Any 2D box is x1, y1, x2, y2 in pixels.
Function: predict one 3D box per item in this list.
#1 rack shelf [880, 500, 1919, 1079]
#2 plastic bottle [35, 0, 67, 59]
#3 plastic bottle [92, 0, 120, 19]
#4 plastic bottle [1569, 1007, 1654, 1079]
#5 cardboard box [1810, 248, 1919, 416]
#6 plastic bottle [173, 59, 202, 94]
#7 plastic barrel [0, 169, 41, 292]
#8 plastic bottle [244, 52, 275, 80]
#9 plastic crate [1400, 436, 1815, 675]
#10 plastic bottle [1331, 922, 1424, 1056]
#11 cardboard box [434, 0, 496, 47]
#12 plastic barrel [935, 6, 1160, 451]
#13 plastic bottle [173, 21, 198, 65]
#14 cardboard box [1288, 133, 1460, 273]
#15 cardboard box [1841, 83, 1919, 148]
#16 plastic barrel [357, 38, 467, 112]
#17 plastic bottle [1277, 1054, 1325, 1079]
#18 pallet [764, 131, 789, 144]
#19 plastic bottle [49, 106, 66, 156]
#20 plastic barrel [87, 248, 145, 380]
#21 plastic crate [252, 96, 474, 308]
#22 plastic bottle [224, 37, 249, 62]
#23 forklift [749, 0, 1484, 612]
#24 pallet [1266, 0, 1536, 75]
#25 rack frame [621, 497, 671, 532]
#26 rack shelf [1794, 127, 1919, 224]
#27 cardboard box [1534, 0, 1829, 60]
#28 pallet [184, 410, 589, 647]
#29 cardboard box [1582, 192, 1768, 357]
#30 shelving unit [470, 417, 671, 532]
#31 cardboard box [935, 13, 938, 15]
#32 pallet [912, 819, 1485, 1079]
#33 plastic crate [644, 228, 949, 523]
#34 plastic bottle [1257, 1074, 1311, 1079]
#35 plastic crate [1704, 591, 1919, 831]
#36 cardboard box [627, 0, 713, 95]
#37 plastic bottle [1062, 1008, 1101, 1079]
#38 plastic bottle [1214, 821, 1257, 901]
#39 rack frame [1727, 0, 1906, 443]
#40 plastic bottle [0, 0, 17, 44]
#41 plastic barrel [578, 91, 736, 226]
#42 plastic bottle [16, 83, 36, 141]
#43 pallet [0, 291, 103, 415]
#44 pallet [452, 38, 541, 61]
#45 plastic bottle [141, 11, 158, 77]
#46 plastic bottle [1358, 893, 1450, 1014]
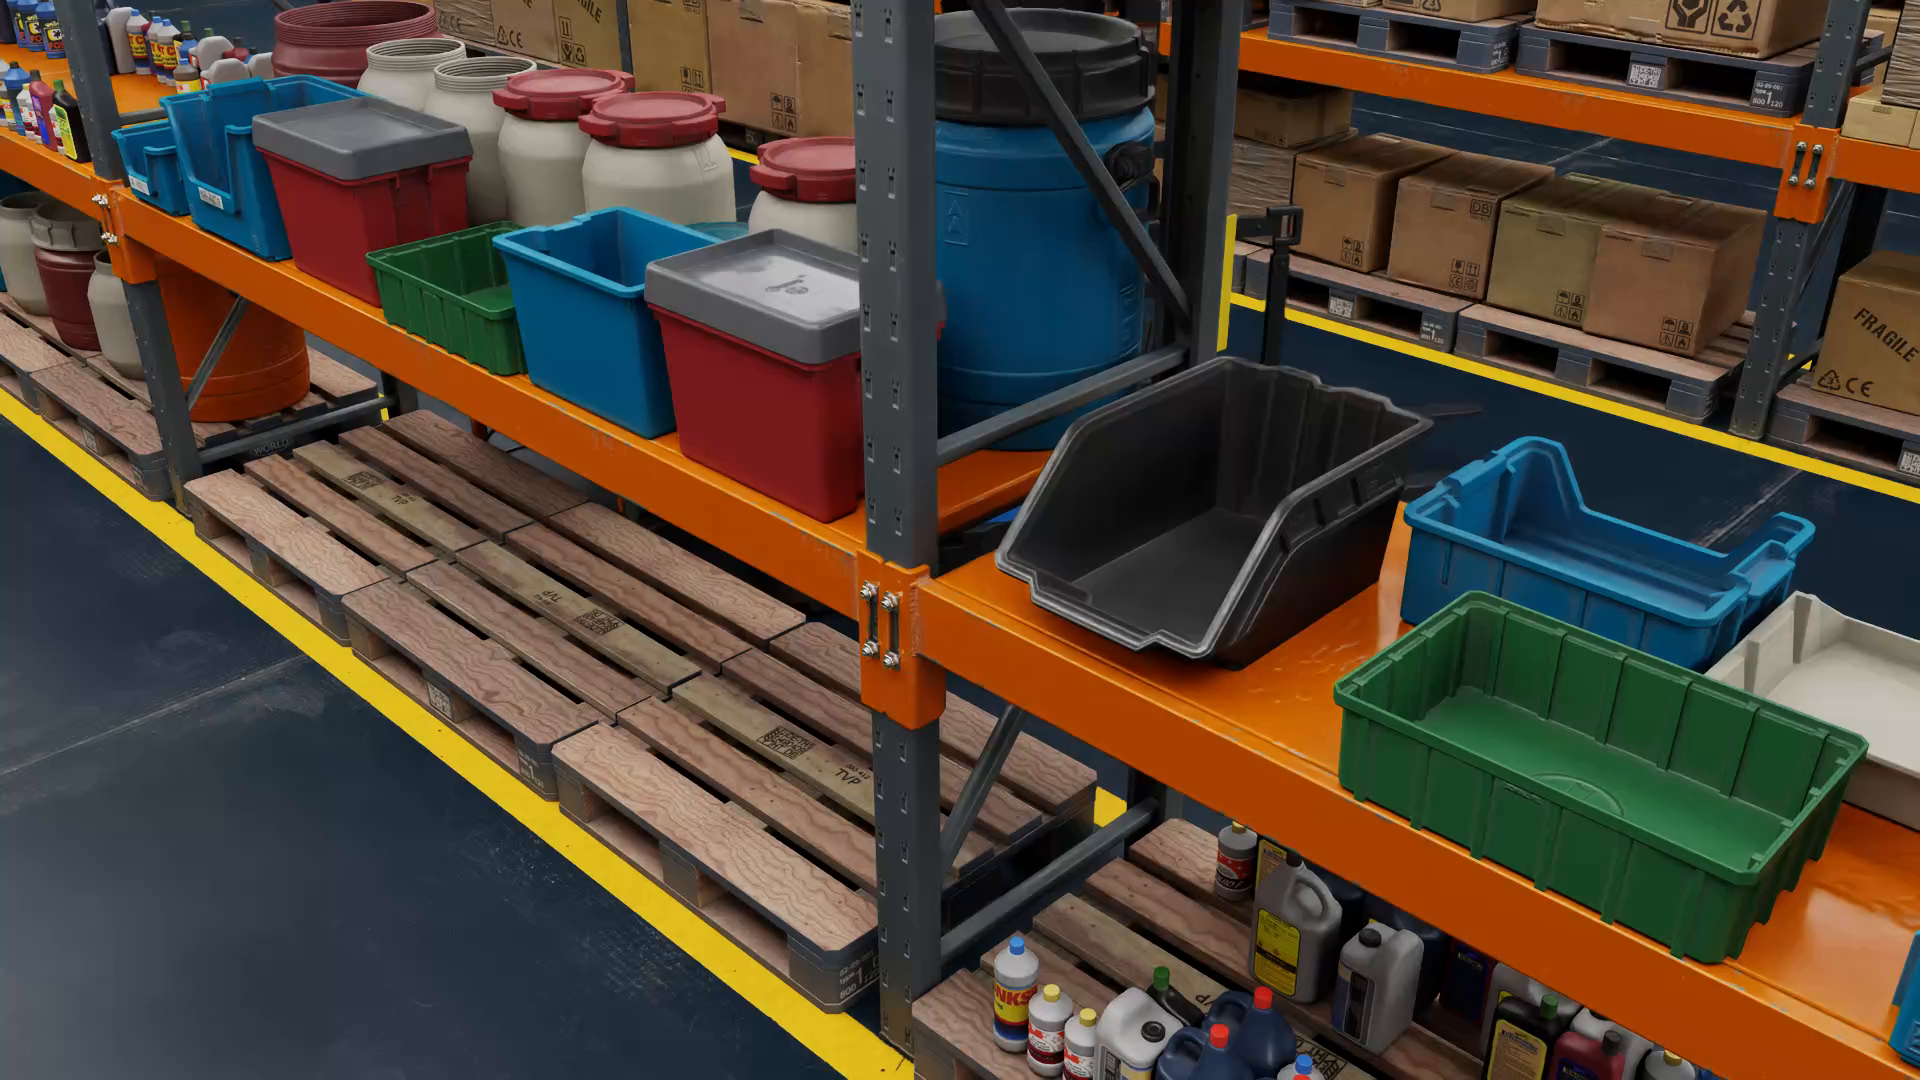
[{"bbox_3d":[1.628,0.689,2.490,4.000,0.370,1.077,25,36,38],"label":"rack shelf"},{"bbox_3d":[-4.187,-2.364,7.660,0.097,0.271,0.097,0,28,0],"label":"plastic bottle"},{"bbox_3d":[-3.832,-2.320,7.492,0.185,0.351,0.144,25,36,38],"label":"plastic bottle"},{"bbox_3d":[1.344,1.065,3.455,0.152,0.276,0.135,-25,36,-38],"label":"plastic bottle"},{"bbox_3d":[3.932,-0.862,6.901,0.500,0.500,0.500,23,36,37],"label":"cardboard box"},{"bbox_3d":[-3.136,-1.852,6.762,0.097,0.201,0.097,0,28,0],"label":"plastic bottle"},{"bbox_3d":[-4.621,-1.736,8.131,0.708,0.901,0.600,25,36,38],"label":"plastic barrel"},{"bbox_3d":[-2.732,-1.781,6.548,0.135,0.276,0.152,25,36,38],"label":"plastic bottle"},{"bbox_3d":[1.182,0.054,3.083,0.616,0.251,0.499,25,36,38],"label":"plastic crate"},{"bbox_3d":[0.914,0.963,3.650,0.135,0.276,0.152,25,36,38],"label":"plastic bottle"},{"bbox_3d":[-3.721,-4.608,13.622,0.875,0.875,0.875,25,36,38],"label":"cardboard box"},{"bbox_3d":[0.139,-0.731,3.878,0.708,0.901,0.600,25,36,38],"label":"plastic barrel"},{"bbox_3d":[-3.290,-2.069,7.088,0.133,0.283,0.061,25,36,38],"label":"plastic bottle"},{"bbox_3d":[2.128,-1.748,8.565,0.700,0.500,0.500,-22,35,-35],"label":"cardboard box"},{"bbox_3d":[3.617,-1.645,6.425,0.250,0.149,0.380,25,36,38],"label":"cardboard box"},{"bbox_3d":[-1.767,-1.372,5.517,0.421,0.512,0.421,0,28,0],"label":"plastic barrel"},{"bbox_3d":[0.675,1.139,3.320,0.097,0.271,0.097,0,28,0],"label":"plastic bottle"},{"bbox_3d":[-0.553,-2.677,11.115,1.213,0.211,1.003,25,36,38],"label":"pallet"},{"bbox_3d":[-3.307,-1.534,6.157,0.097,0.201,0.097,0,28,0],"label":"plastic bottle"},{"bbox_3d":[-3.476,-0.981,7.114,0.421,0.512,0.421,0,28,0],"label":"plastic barrel"},{"bbox_3d":[-1.712,-0.987,4.835,0.583,0.464,0.402,25,36,38],"label":"plastic crate"},{"bbox_3d":[-2.934,-1.907,6.779,0.133,0.283,0.061,25,36,38],"label":"plastic bottle"},{"bbox_3d":[0.699,-1.374,5.713,3.031,2.935,1.130,-5,28,-9],"label":"forklift"},{"bbox_3d":[2.263,-2.514,8.014,1.213,0.211,1.003,25,36,38],"label":"pallet"},{"bbox_3d":[-1.038,-0.519,5.987,0.032,1.125,0.500,23,35,39],"label":"rack frame"},{"bbox_3d":[5.101,-0.955,5.616,4.000,0.370,1.077,25,36,38],"label":"rack shelf"},{"bbox_3d":[3.206,-2.683,7.034,1.000,1.000,1.000,25,37,39],"label":"cardboard box"},{"bbox_3d":[-2.125,-0.088,6.190,1.213,0.211,1.003,25,36,38],"label":"pallet"},{"bbox_3d":[3.252,-1.222,7.564,0.500,0.500,0.700,21,34,35],"label":"cardboard box"},{"bbox_3d":[-1.401,-0.675,6.307,1.048,1.125,0.538,23,35,39],"label":"shelving unit"},{"bbox_3d":[0.345,-2.709,10.010,0.875,0.875,1.225,23,35,36],"label":"cardboard box"},{"bbox_3d":[0.652,1.185,3.770,1.213,0.211,1.003,25,36,38],"label":"pallet"},{"bbox_3d":[-0.358,-0.367,3.657,0.583,0.464,0.402,25,36,38],"label":"plastic crate"},{"bbox_3d":[0.621,1.158,3.198,0.185,0.351,0.144,23,35,36],"label":"plastic bottle"},{"bbox_3d":[1.538,0.280,2.778,0.437,0.136,0.530,25,36,38],"label":"plastic crate"},{"bbox_3d":[-1.560,-3.580,11.667,0.875,0.875,1.225,25,36,39],"label":"cardboard box"},{"bbox_3d":[0.267,1.077,3.512,0.097,0.201,0.097,0,28,0],"label":"plastic bottle"},{"bbox_3d":[0.679,0.776,4.084,0.097,0.201,0.097,0,28,0],"label":"plastic bottle"},{"bbox_3d":[3.675,-1.926,6.690,0.127,3.000,1.000,25,36,38],"label":"rack frame"},{"bbox_3d":[-4.587,-2.571,7.970,0.185,0.351,0.144,25,36,38],"label":"plastic bottle"},{"bbox_3d":[-0.849,-0.967,4.720,0.433,0.535,0.433,0,28,0],"label":"plastic barrel"},{"bbox_3d":[-3.541,-1.641,6.361,0.097,0.201,0.097,0,28,0],"label":"plastic bottle"},{"bbox_3d":[-4.107,-0.995,7.915,1.213,0.211,1.003,25,36,38],"label":"pallet"},{"bbox_3d":[-3.391,-3.974,13.582,1.213,0.211,1.003,25,36,38],"label":"pallet"},{"bbox_3d":[-3.524,-2.177,7.292,0.133,0.283,0.061,25,36,38],"label":"plastic bottle"},{"bbox_3d":[1.000,0.872,3.741,0.185,0.351,0.144,22,35,36],"label":"plastic bottle"}]
